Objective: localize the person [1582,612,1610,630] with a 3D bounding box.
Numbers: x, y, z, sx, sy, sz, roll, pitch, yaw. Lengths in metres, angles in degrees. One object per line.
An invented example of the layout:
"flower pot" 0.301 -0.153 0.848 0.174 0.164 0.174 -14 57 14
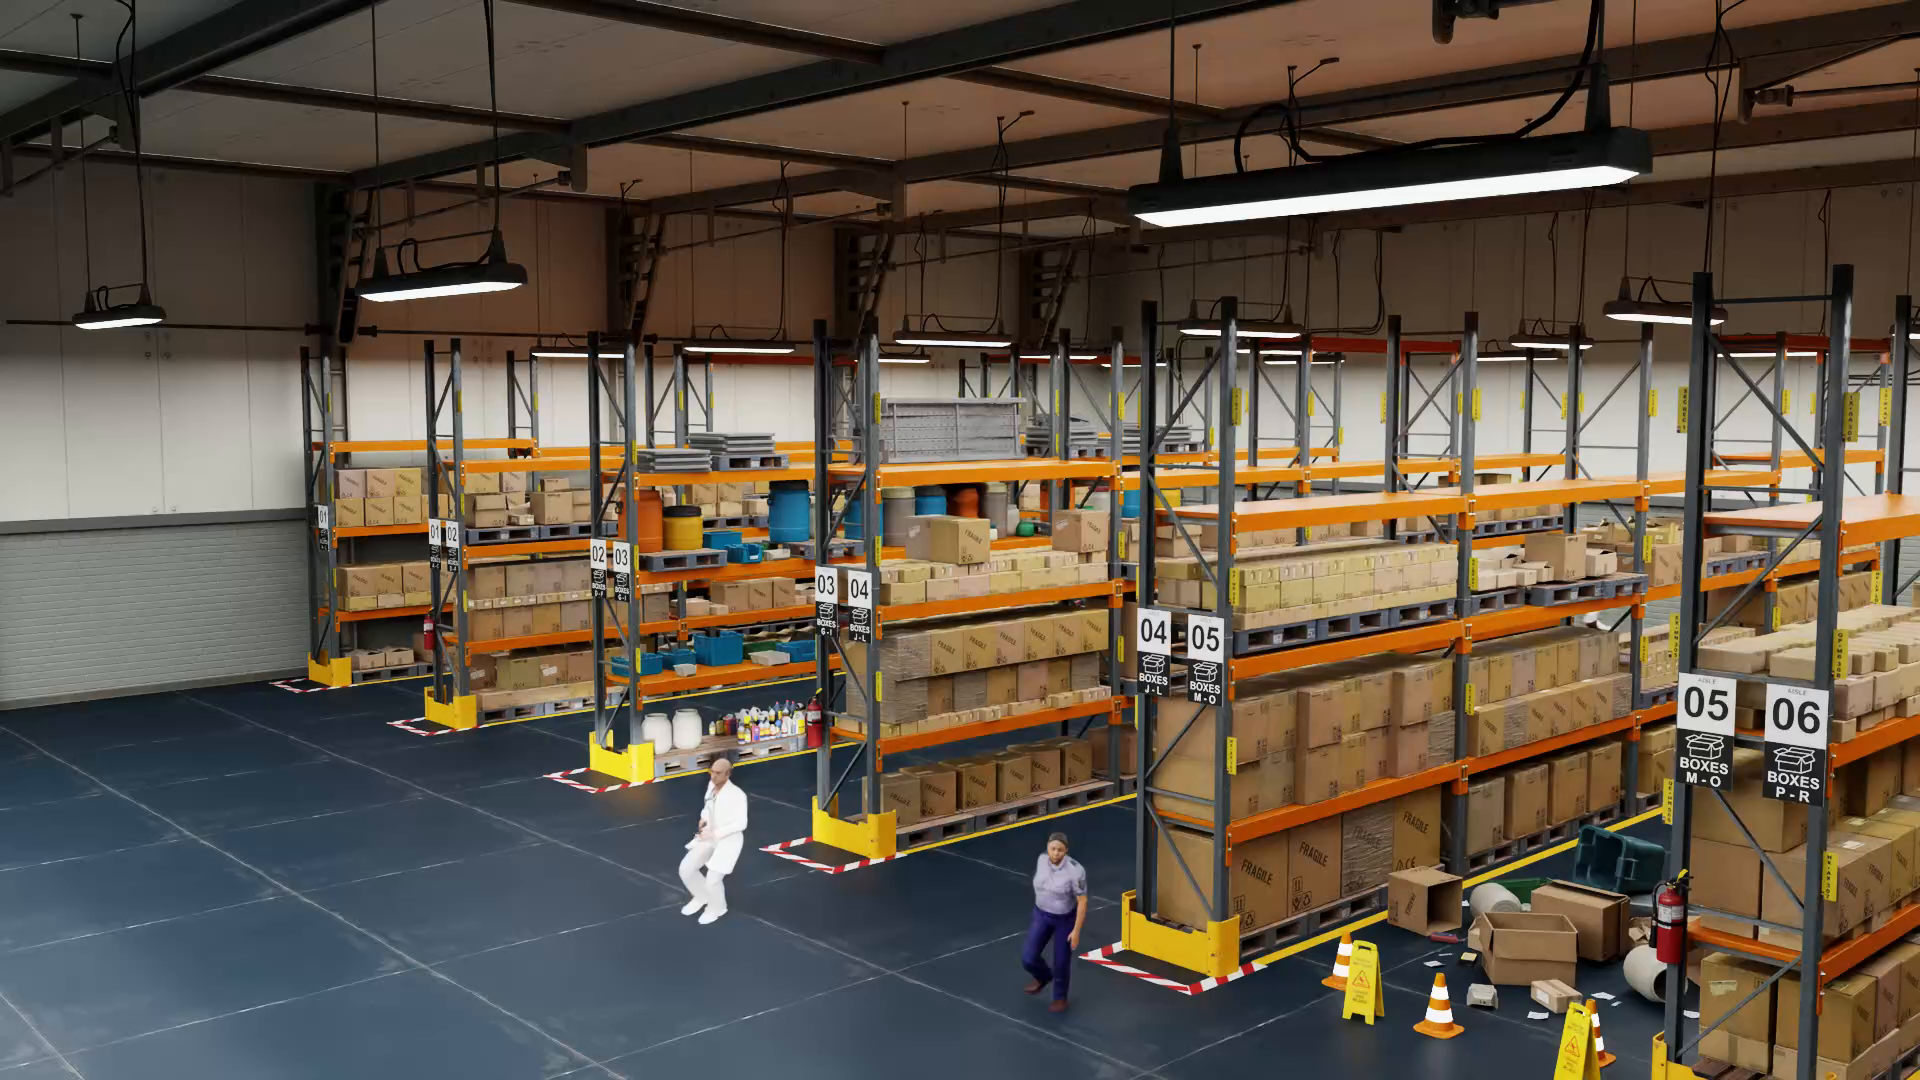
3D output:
"person" 10.794 1.931 28.036 0.987 1.515 0.731 -2 5 -19

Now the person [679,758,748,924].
"person" -2.376 2.931 16.078 0.878 1.688 0.735 3 6 31

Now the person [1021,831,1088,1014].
"person" 0.794 3.165 13.834 0.639 1.608 0.551 2 6 24
